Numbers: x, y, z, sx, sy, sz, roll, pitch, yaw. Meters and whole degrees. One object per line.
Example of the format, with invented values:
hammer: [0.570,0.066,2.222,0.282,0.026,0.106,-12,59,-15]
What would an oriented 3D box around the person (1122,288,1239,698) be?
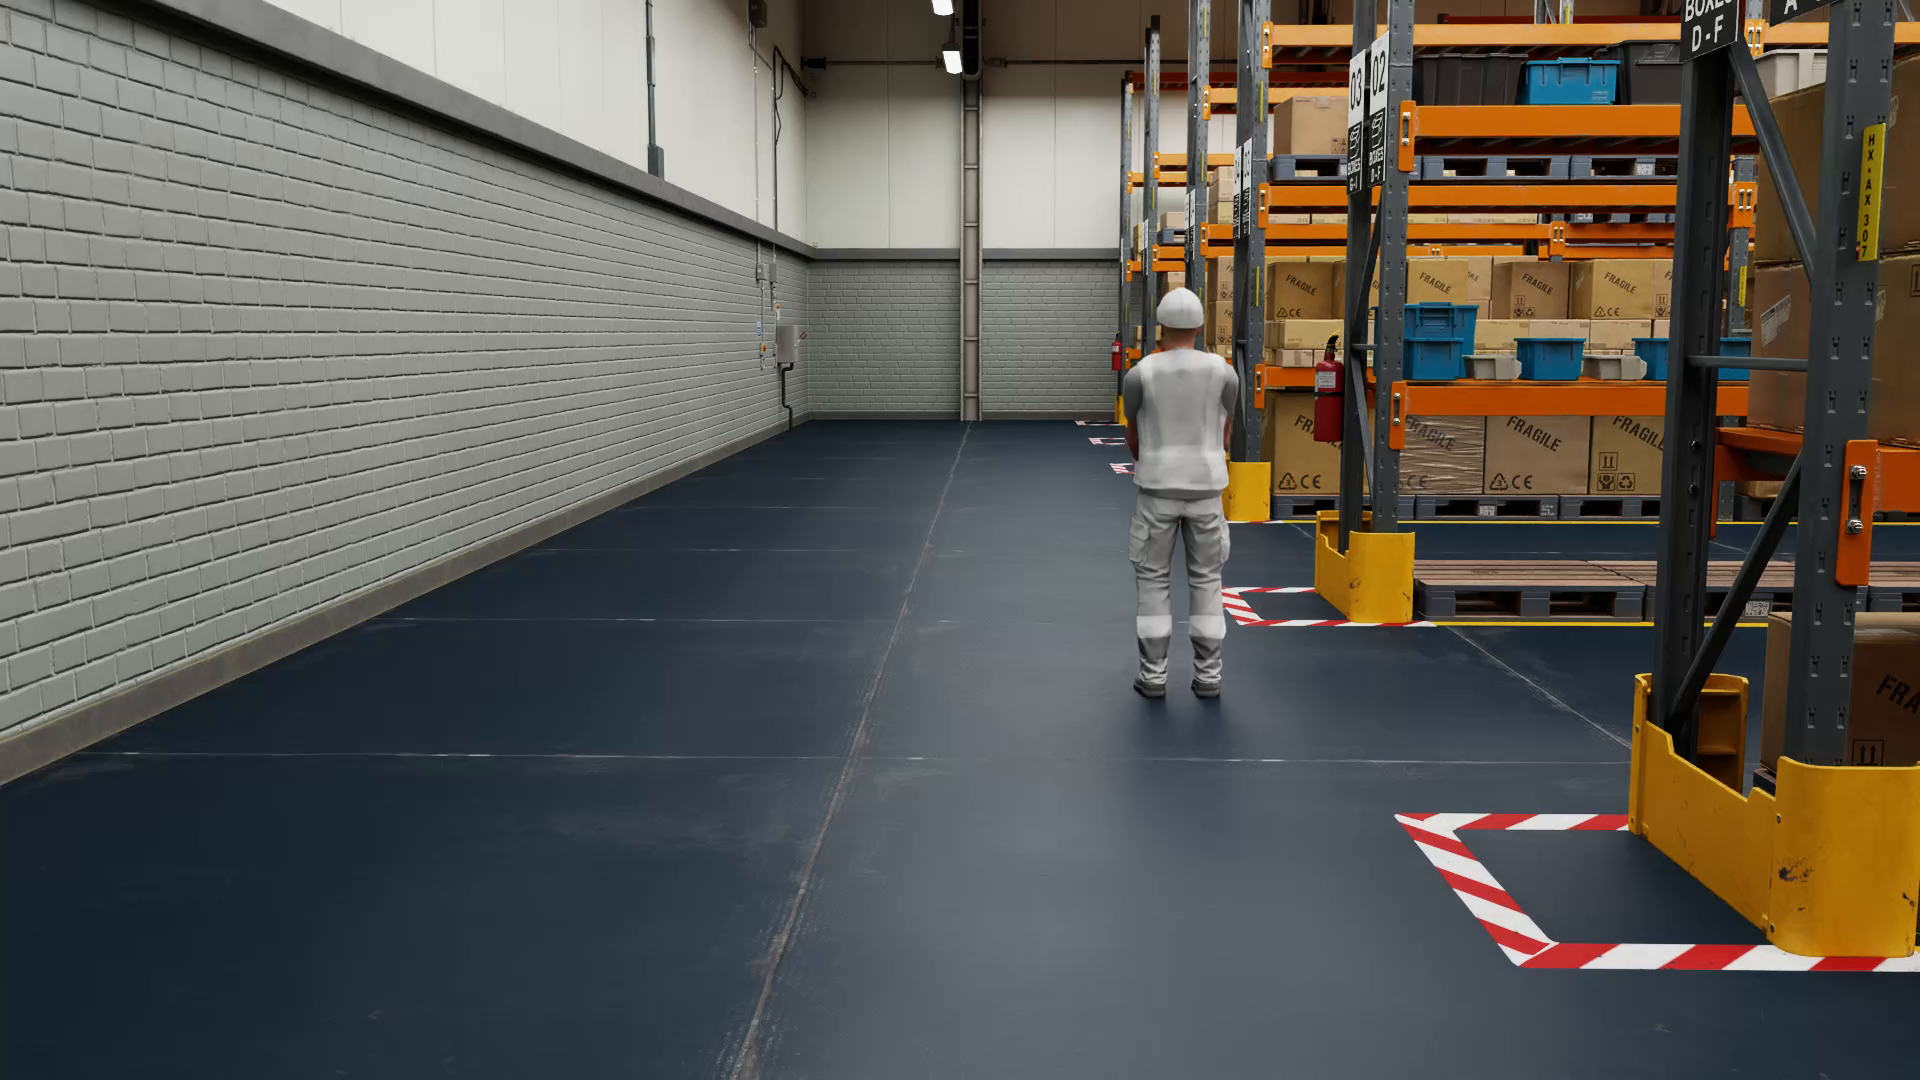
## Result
person: [0.959,-0.214,7.386,0.505,1.787,0.564,0,7,1]
